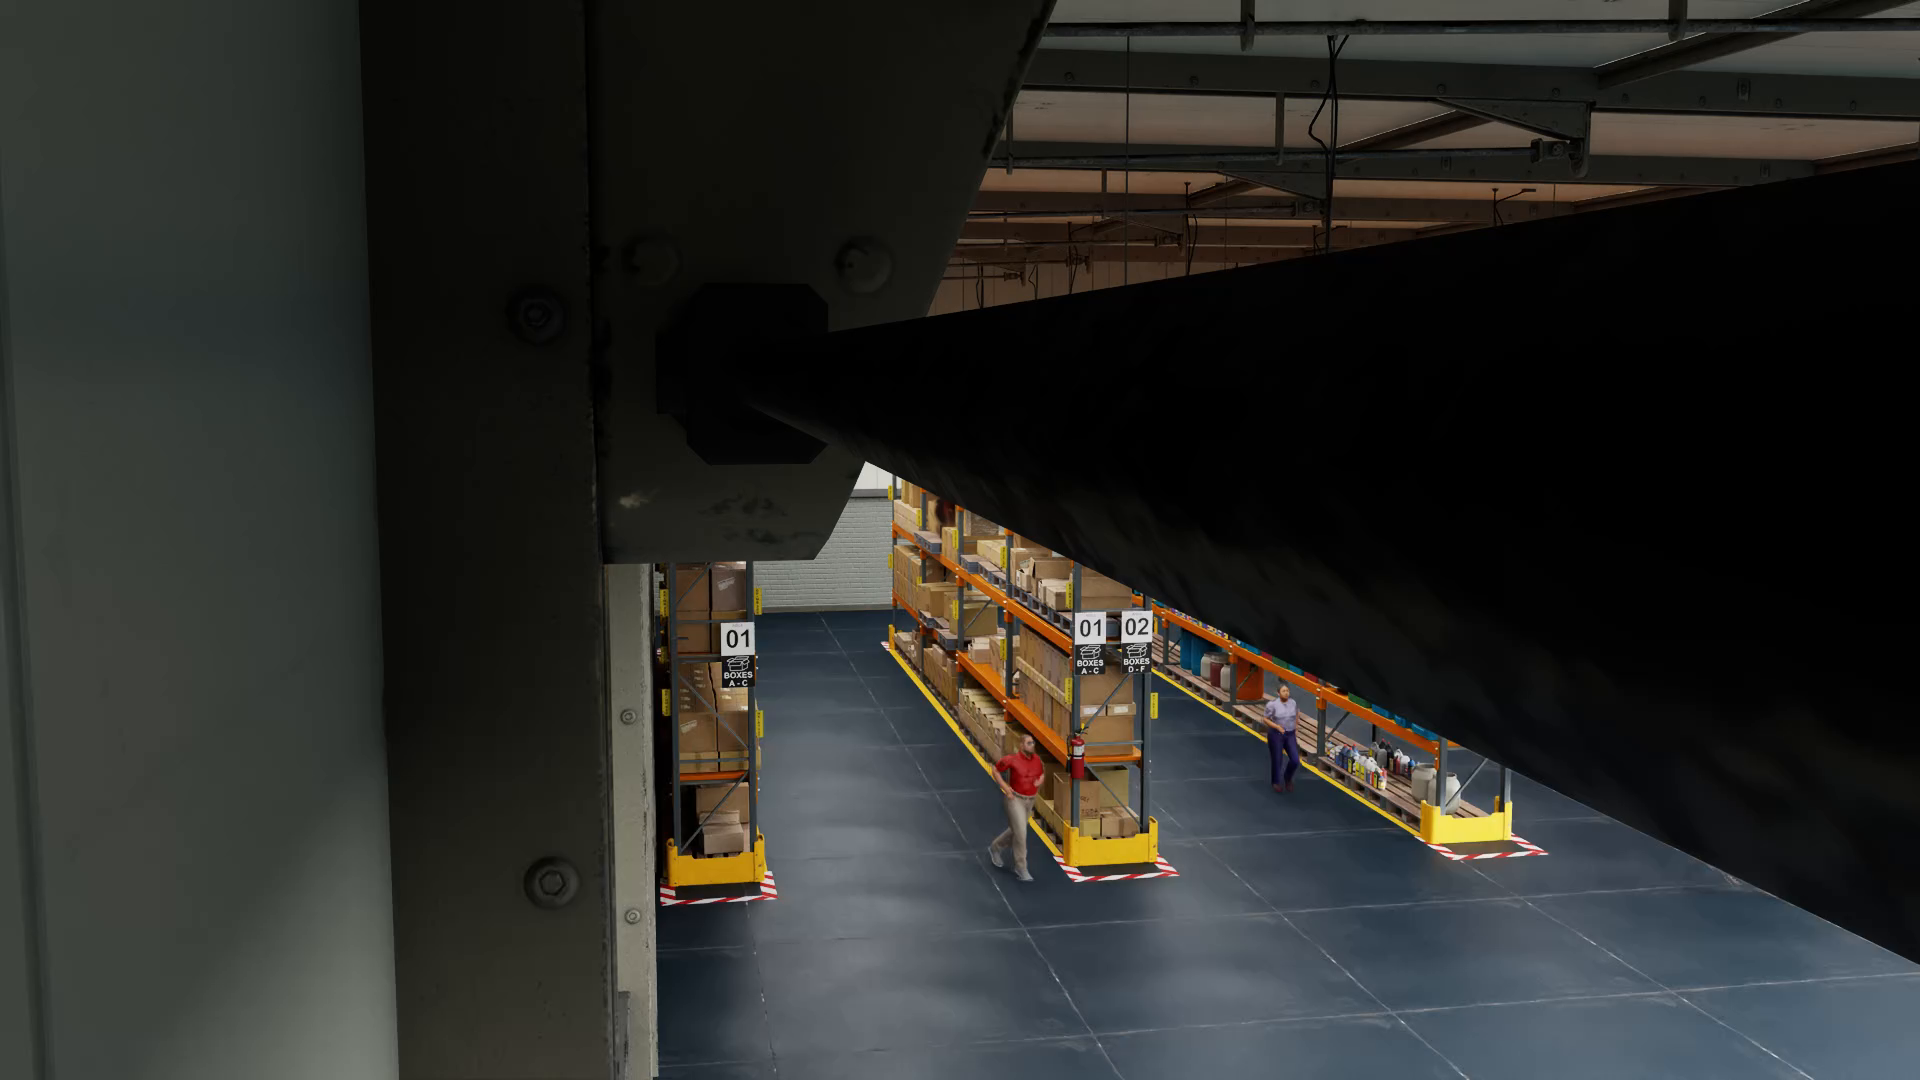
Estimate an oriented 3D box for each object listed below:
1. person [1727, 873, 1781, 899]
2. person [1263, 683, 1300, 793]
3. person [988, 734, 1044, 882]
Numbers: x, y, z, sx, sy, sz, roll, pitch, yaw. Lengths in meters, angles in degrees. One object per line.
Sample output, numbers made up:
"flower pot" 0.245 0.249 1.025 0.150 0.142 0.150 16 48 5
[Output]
"person" 9.467 3.405 19.592 0.815 1.623 0.588 2 7 18
"person" 4.720 2.903 24.301 0.600 1.628 0.624 -1 6 -8
"person" 0.761 3.276 20.622 0.670 1.753 0.866 -6 8 -42
